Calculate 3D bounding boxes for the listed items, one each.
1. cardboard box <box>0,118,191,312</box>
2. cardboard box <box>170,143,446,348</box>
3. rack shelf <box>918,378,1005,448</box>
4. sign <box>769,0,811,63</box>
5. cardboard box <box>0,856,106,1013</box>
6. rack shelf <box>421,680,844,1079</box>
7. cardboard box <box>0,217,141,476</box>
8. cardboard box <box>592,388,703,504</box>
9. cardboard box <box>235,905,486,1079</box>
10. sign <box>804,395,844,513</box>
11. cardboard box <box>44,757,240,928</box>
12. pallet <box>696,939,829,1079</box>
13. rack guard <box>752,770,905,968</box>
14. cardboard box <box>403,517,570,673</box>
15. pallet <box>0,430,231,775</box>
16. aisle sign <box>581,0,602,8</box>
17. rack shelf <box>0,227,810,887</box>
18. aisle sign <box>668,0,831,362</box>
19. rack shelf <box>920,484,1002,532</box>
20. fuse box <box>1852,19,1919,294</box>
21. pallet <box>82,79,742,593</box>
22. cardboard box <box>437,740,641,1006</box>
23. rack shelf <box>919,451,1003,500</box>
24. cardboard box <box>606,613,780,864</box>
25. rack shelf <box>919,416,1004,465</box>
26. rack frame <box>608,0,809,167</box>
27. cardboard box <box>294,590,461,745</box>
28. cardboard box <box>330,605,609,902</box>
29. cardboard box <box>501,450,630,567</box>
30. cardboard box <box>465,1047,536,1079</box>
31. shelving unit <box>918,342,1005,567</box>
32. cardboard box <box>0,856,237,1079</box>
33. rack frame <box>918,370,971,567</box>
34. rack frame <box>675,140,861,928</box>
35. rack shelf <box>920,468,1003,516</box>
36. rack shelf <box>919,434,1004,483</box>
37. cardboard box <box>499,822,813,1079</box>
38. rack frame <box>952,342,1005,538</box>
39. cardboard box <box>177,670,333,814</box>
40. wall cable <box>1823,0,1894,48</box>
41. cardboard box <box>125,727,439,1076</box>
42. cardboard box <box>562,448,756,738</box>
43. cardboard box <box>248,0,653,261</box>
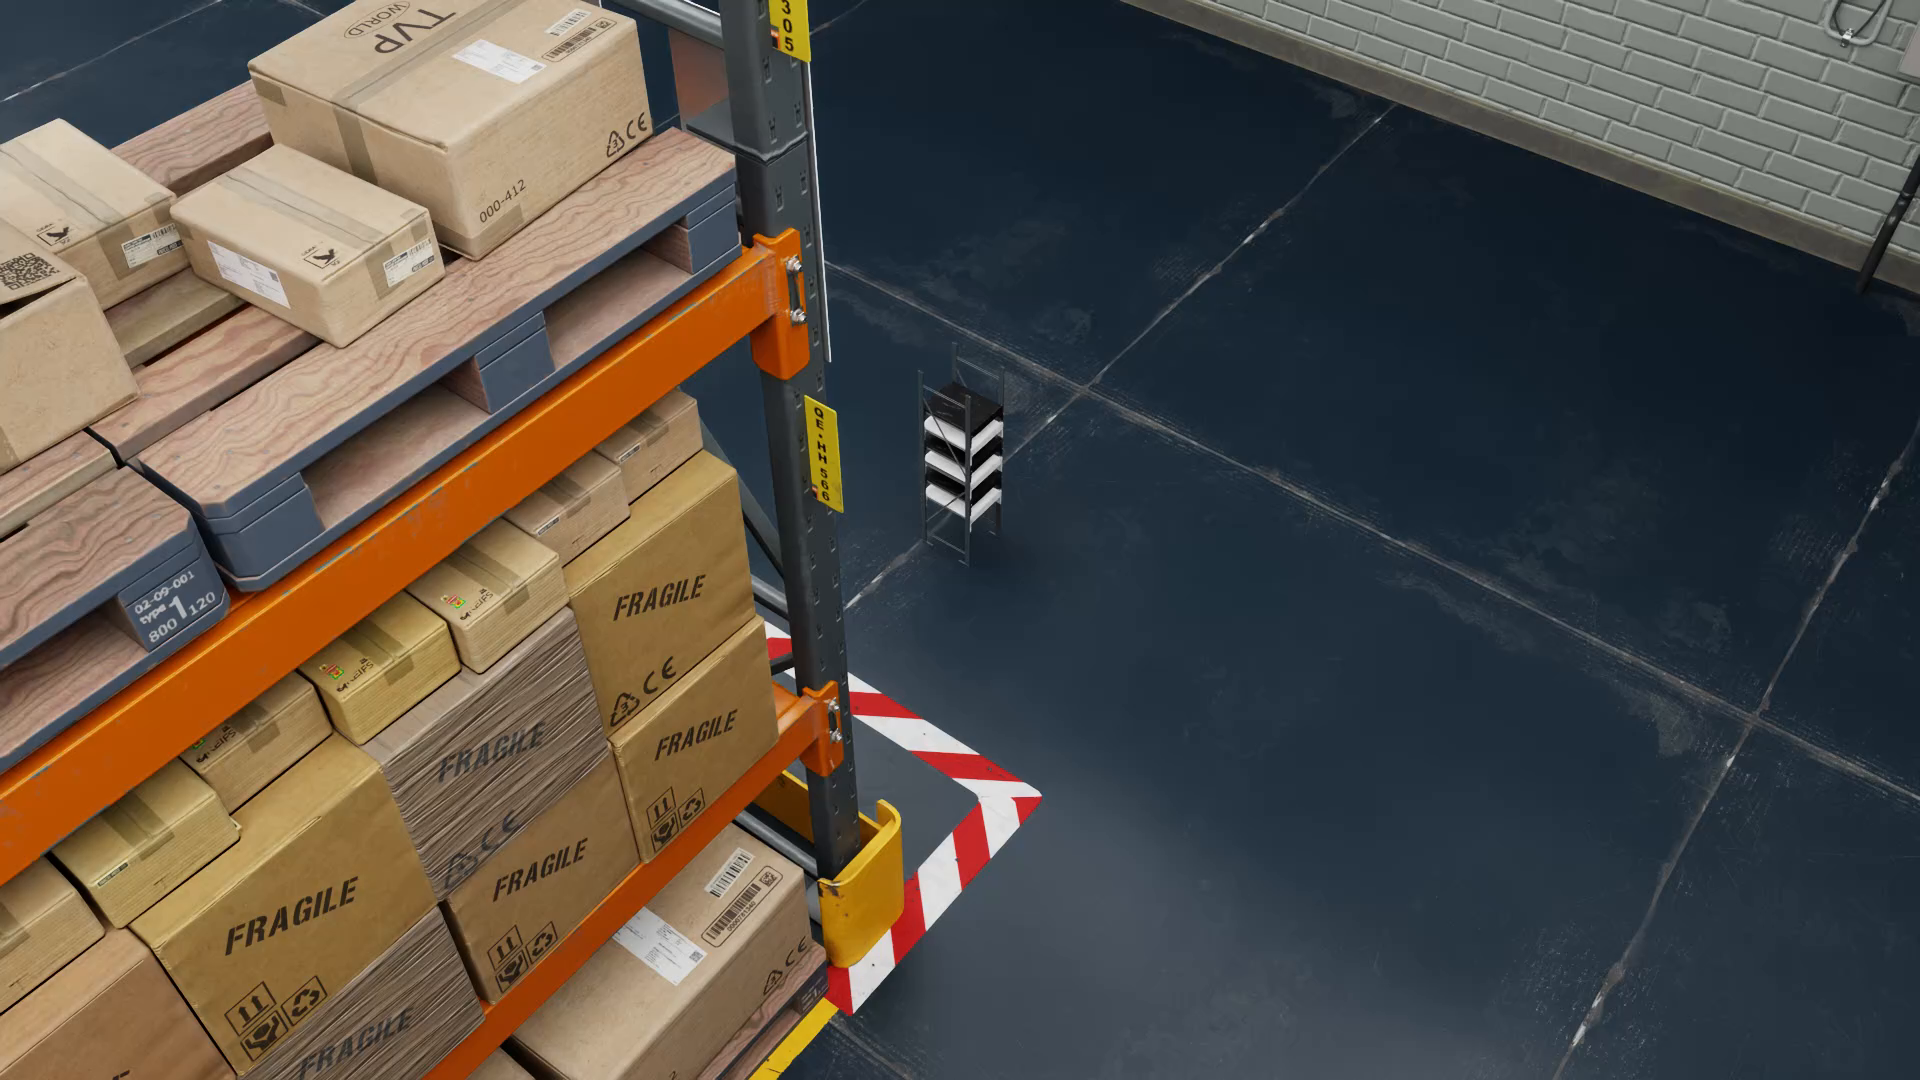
[{"bbox_3d":[-1.589,-0.573,2.962,0.380,0.149,0.250,31,54,26],"label":"cardboard box"},{"bbox_3d":[-1.139,-0.521,2.913,0.380,0.149,0.250,25,51,22],"label":"cardboard box"},{"bbox_3d":[0.005,-0.479,6.258,0.258,0.077,0.200,29,53,25],"label":"rack shelf"},{"bbox_3d":[-0.321,-1.031,3.029,0.100,0.325,0.005,29,53,25],"label":"sign"},{"bbox_3d":[-1.715,0.621,2.873,0.380,0.149,0.250,31,54,26],"label":"cardboard box"},{"bbox_3d":[-1.965,1.428,3.809,1.077,0.370,4.000,29,53,25],"label":"rack shelf"},{"bbox_3d":[-1.696,-0.315,2.604,0.500,0.311,0.500,30,53,26],"label":"cardboard box"},{"bbox_3d":[-0.803,-0.275,3.729,0.380,0.149,0.250,30,53,25],"label":"cardboard box"},{"bbox_3d":[-1.453,0.973,3.677,0.500,0.500,0.500,31,54,26],"label":"cardboard box"},{"bbox_3d":[-0.321,-0.199,3.901,0.100,0.325,0.005,29,53,25],"label":"sign"},{"bbox_3d":[-1.539,0.480,3.008,0.380,0.149,0.250,30,53,26],"label":"cardboard box"},{"bbox_3d":[-1.169,1.491,5.180,1.003,0.211,1.213,29,53,25],"label":"pallet"},{"bbox_3d":[-0.727,0.885,5.559,1.175,0.500,0.348,29,53,25],"label":"rack guard"},{"bbox_3d":[-1.030,0.066,3.403,0.380,0.149,0.250,29,53,25],"label":"cardboard box"},{"bbox_3d":[-1.933,0.160,2.510,1.003,0.211,1.213,29,53,25],"label":"pallet"},{"bbox_3d":[-0.927,-1.032,3.864,0.394,0.787,0.004,29,53,25],"label":"aisle sign"},{"bbox_3d":[-1.965,0.392,2.724,1.077,0.370,4.000,29,53,25],"label":"rack shelf"},{"bbox_3d":[-0.452,-0.767,3.610,0.394,0.787,0.004,29,53,25],"label":"aisle sign"},{"bbox_3d":[0.005,-0.168,6.583,0.258,0.077,0.200,29,53,25],"label":"rack shelf"},{"bbox_3d":[4.260,-1.744,7.233,0.539,1.711,0.414,29,53,25],"label":"fuse box"},{"bbox_3d":[-1.187,-0.541,3.179,1.003,0.211,1.213,29,53,25],"label":"pallet"},{"bbox_3d":[-1.146,0.674,3.962,0.500,0.500,0.500,28,52,24],"label":"cardboard box"},{"bbox_3d":[0.005,-0.292,6.453,0.258,0.077,0.200,29,53,25],"label":"rack shelf"},{"bbox_3d":[-0.827,0.394,4.230,0.500,0.500,0.500,29,53,25],"label":"cardboard box"},{"bbox_3d":[0.005,-0.417,6.323,0.258,0.077,0.200,29,53,25],"label":"rack shelf"},{"bbox_3d":[-0.742,-2.037,2.473,1.000,3.000,0.127,29,53,25],"label":"rack frame"},{"bbox_3d":[-1.217,0.192,3.283,0.380,0.149,0.250,30,53,26],"label":"cardboard box"},{"bbox_3d":[-1.144,0.349,3.582,0.500,0.500,0.500,29,53,25],"label":"cardboard box"},{"bbox_3d":[-0.939,-0.119,3.580,0.380,0.149,0.250,30,53,26],"label":"cardboard box"},{"bbox_3d":[-1.619,1.725,4.510,0.875,0.438,0.875,31,54,26],"label":"cardboard box"},{"bbox_3d":[0.005,-0.315,6.429,0.258,0.900,0.210,29,53,25],"label":"shelving unit"},{"bbox_3d":[-1.758,0.917,3.039,0.500,0.500,0.500,29,53,25],"label":"cardboard box"},{"bbox_3d":[-0.057,-0.257,6.373,0.240,0.900,0.006,29,53,25],"label":"rack frame"},{"bbox_3d":[-0.742,0.035,4.642,1.000,3.000,0.127,29,53,25],"label":"rack frame"},{"bbox_3d":[0.005,-0.230,6.518,0.258,0.077,0.200,29,53,25],"label":"rack shelf"},{"bbox_3d":[0.005,-0.355,6.388,0.258,0.077,0.200,29,53,25],"label":"rack shelf"},{"bbox_3d":[-1.066,1.197,5.013,0.875,0.438,0.875,27,52,24],"label":"cardboard box"},{"bbox_3d":[0.067,-0.374,6.485,0.240,0.900,0.006,29,53,25],"label":"rack frame"},{"bbox_3d":[-1.433,0.310,3.170,0.380,0.149,0.250,29,53,25],"label":"cardboard box"},{"bbox_3d":[3.817,-2.932,6.774,0.588,1.984,0.122,29,53,25],"label":"wall cable"},{"bbox_3d":[-1.449,0.630,3.313,0.500,0.500,0.500,29,53,25],"label":"cardboard box"},{"bbox_3d":[-0.848,0.036,3.880,0.500,0.500,0.500,31,54,26],"label":"cardboard box"},{"bbox_3d":[-0.946,-0.831,3.139,0.500,0.250,0.500,25,51,22],"label":"cardboard box"}]
